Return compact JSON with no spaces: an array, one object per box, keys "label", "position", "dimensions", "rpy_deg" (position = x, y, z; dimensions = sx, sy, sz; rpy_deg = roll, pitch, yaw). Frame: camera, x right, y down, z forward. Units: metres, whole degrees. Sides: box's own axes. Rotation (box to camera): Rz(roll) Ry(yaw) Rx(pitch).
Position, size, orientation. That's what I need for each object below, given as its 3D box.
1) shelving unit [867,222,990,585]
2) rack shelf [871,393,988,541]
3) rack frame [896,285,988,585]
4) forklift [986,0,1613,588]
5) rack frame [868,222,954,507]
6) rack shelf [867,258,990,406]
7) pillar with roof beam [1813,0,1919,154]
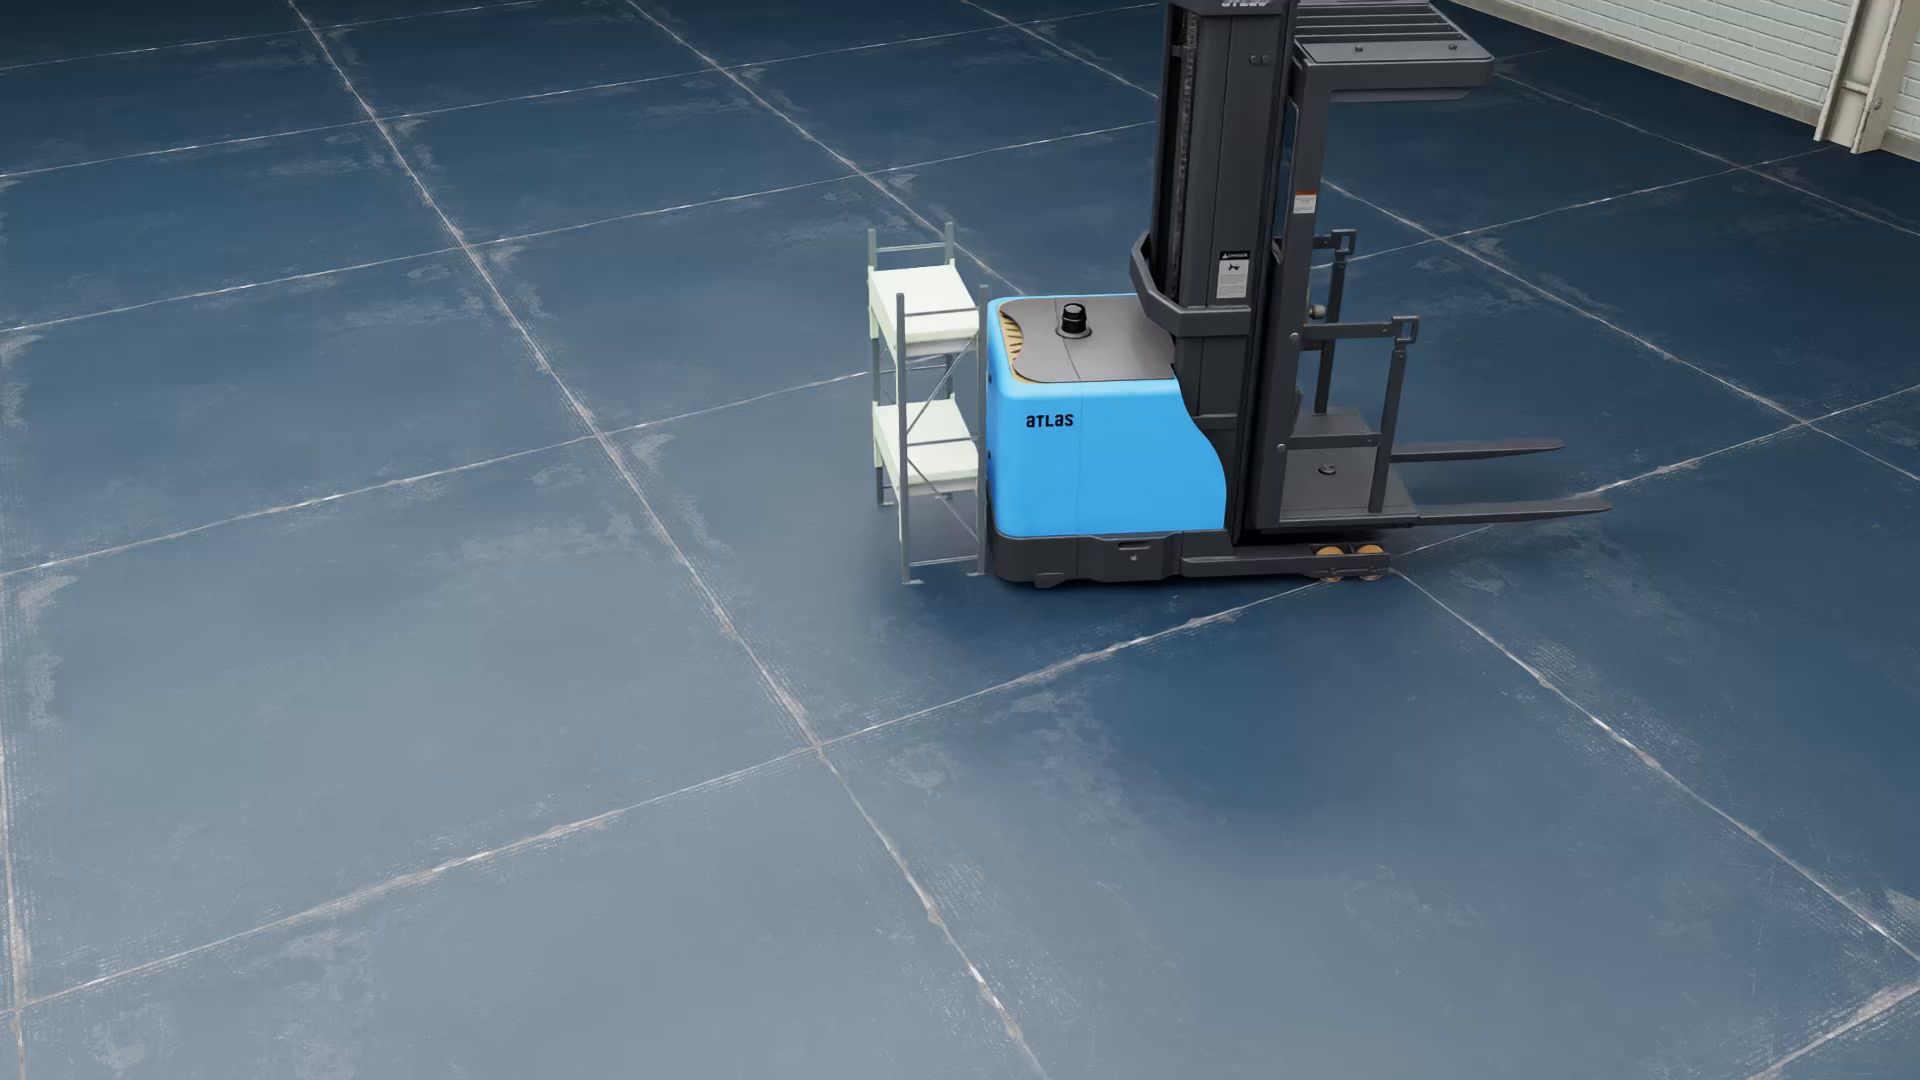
[{"label":"shelving unit","position":[-0.154,-0.637,7.854],"dimensions":[0.431,1.500,0.755],"rpy_deg":[-7,33,-10]},{"label":"rack shelf","position":[-0.154,-0.362,8.030],"dimensions":[0.431,0.370,0.720],"rpy_deg":[-7,33,-10]},{"label":"rack frame","position":[-0.078,-0.444,7.552],"dimensions":[0.400,1.500,0.023],"rpy_deg":[-7,33,-10]},{"label":"forklift","position":[1.640,-1.317,7.589],"dimensions":[3.031,2.935,1.130],"rpy_deg":[-2,33,-4]},{"label":"rack frame","position":[-0.231,-0.830,8.155],"dimensions":[0.400,1.500,0.023],"rpy_deg":[-7,33,-10]},{"label":"rack shelf","position":[-0.154,-0.965,7.643],"dimensions":[0.431,0.370,0.720],"rpy_deg":[-7,33,-10]},{"label":"pillar with roof beam","position":[3.206,-5.842,9.027],"dimensions":[9.100,9.000,0.400],"rpy_deg":[-16,36,-23]}]
